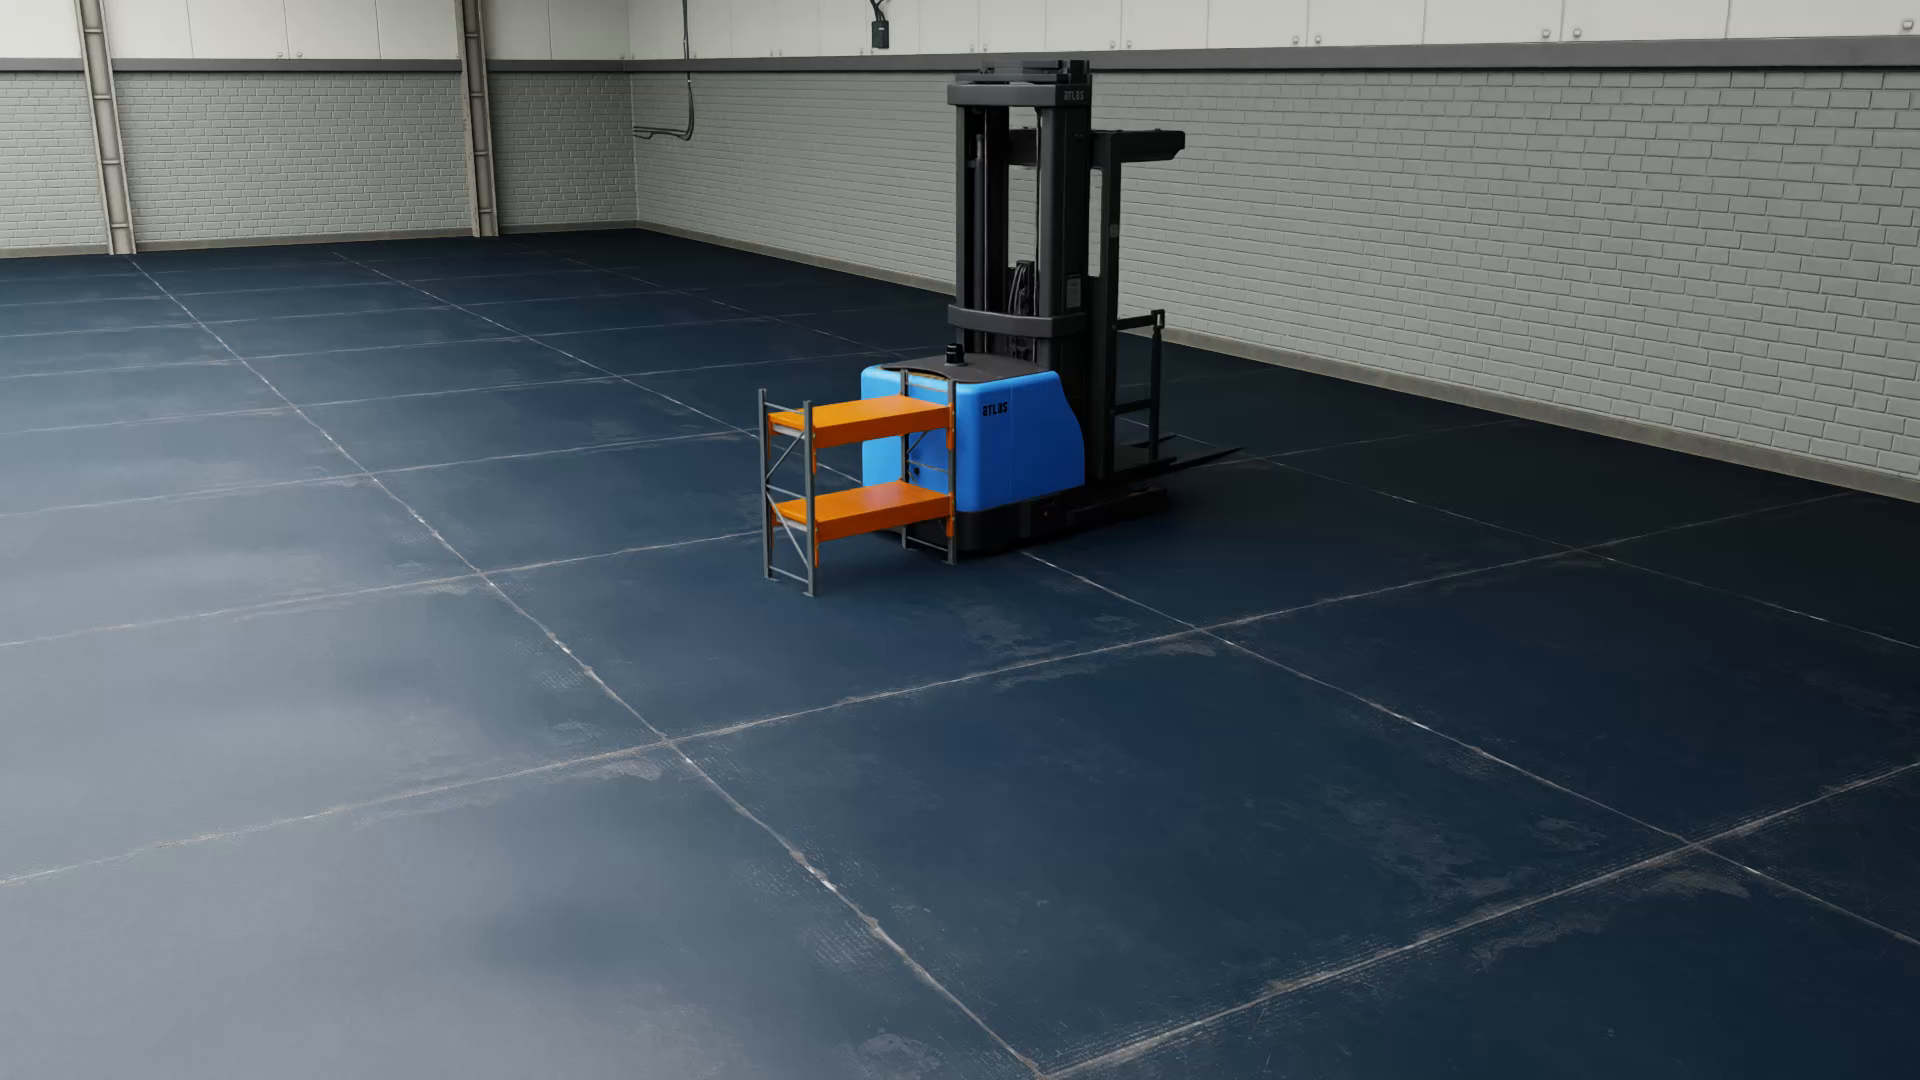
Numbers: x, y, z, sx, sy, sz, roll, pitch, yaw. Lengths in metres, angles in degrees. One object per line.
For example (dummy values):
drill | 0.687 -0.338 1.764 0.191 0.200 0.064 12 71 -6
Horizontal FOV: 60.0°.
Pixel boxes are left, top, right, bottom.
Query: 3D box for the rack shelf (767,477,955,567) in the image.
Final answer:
rack shelf | -0.585 -0.118 9.806 1.000 0.278 0.538 -13 20 -38

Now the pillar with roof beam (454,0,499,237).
pillar with roof beam | -6.462 -8.904 25.654 0.400 9.000 9.100 -9 18 -30

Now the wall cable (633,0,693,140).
wall cable | -5.473 -8.508 29.996 0.112 2.526 3.097 -9 18 -30

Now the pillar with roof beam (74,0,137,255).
pillar with roof beam | -11.605 -8.070 22.679 0.400 9.000 9.100 -9 18 -30

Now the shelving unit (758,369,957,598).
shelving unit | -0.585 -0.353 9.740 1.048 1.125 0.538 -13 20 -38

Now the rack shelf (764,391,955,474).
rack shelf | -0.585 -0.635 9.661 1.000 0.278 0.538 -13 20 -38

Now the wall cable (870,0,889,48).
wall cable | -0.597 -9.442 21.274 0.169 6.003 2.305 -9 18 -30

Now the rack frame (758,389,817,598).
rack frame | -0.977 -0.266 9.429 0.032 1.125 0.500 -13 20 -38

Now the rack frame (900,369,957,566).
rack frame | -0.192 -0.441 10.051 0.032 1.125 0.500 -13 20 -38

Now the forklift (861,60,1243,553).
forklift | 0.762 -1.653 11.029 3.031 2.935 1.130 -15 22 -43
